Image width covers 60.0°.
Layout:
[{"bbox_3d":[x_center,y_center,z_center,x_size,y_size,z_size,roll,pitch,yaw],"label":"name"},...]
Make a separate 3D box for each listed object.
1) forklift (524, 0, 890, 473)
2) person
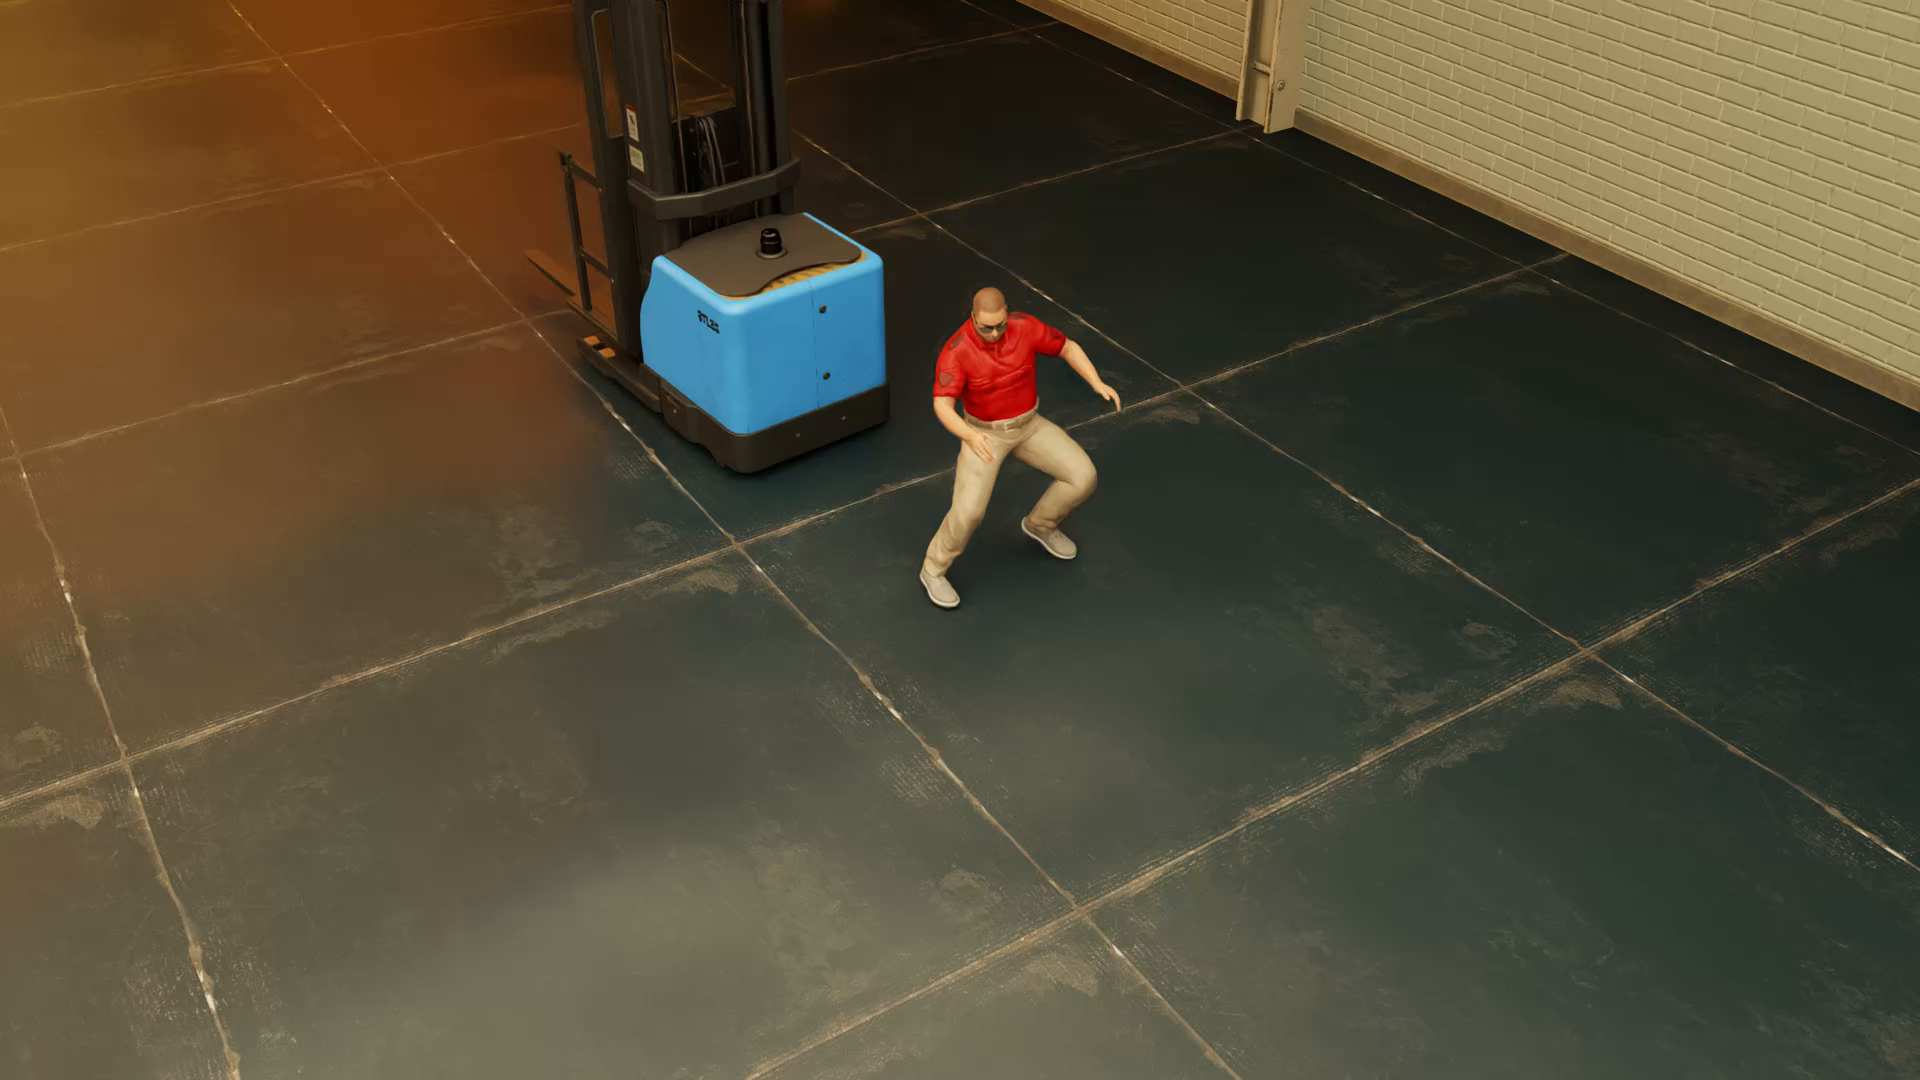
[{"bbox_3d":[-1.700,-2.355,9.499,1.130,2.935,3.031,-24,42,-30],"label":"forklift"},{"bbox_3d":[0.268,-0.474,8.038,0.959,1.526,0.746,-12,37,-16],"label":"person"}]
